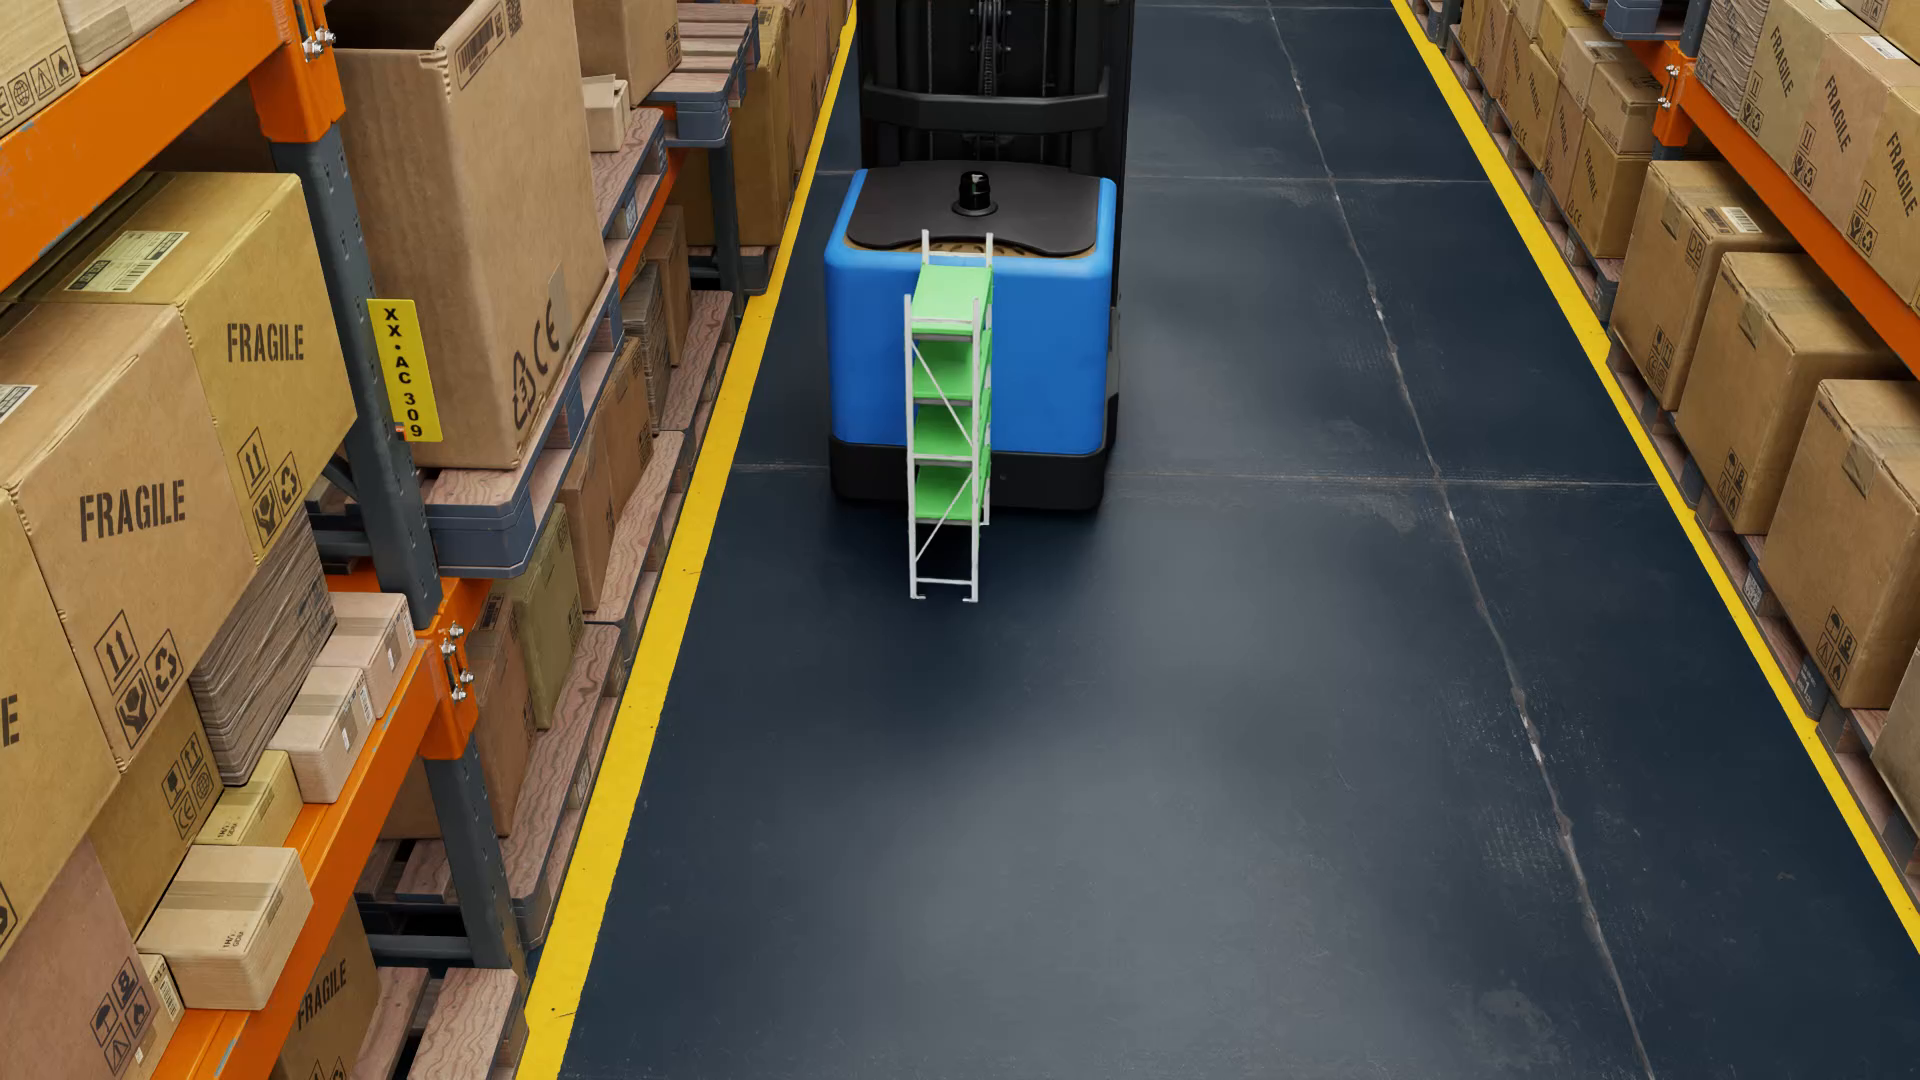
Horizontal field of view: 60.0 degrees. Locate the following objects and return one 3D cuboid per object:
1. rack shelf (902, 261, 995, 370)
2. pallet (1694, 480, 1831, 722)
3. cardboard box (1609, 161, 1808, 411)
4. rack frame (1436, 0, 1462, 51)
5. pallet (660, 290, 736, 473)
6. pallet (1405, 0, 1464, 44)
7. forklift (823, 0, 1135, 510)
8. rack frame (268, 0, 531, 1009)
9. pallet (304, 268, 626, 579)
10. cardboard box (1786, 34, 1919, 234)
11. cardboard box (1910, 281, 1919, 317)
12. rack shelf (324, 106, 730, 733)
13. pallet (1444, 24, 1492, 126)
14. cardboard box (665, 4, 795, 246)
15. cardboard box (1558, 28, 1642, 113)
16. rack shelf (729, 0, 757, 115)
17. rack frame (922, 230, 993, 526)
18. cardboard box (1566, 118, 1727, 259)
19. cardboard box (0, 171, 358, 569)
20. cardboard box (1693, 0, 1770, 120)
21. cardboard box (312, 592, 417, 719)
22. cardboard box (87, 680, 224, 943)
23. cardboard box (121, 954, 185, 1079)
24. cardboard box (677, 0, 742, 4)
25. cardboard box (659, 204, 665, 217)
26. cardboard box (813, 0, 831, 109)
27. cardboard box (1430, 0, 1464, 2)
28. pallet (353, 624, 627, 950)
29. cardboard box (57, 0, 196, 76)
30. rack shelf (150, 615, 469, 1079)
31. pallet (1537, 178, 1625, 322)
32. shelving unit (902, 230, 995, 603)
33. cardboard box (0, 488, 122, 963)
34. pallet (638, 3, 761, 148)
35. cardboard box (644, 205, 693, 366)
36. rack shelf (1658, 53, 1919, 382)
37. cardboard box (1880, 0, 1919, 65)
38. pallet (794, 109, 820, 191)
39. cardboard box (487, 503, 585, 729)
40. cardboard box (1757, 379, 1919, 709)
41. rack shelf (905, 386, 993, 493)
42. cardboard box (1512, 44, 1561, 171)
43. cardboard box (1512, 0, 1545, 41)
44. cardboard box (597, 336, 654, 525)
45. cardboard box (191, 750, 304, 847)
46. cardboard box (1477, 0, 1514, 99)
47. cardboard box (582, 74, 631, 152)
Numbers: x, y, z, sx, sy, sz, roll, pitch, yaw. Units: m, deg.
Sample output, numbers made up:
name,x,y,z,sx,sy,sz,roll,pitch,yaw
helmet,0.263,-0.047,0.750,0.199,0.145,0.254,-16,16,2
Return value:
name,x,y,z,sx,sy,sz,roll,pitch,yaw
rack shelf,-0.033,-0.757,5.559,0.258,0.148,0.480,3,35,5
pallet,3.284,0.172,5.822,1.003,0.211,1.213,1,35,2
cardboard box,3.328,-1.023,6.688,1.050,0.750,0.750,1,35,1
rack frame,3.603,-4.418,9.927,1.000,3.000,0.127,1,35,2
pallet,-1.542,-0.702,7.066,1.003,0.211,1.213,1,35,2
pallet,3.595,-3.663,11.279,1.003,0.211,1.213,1,35,2
forklift,0.163,-2.142,6.748,1.130,2.935,3.031,3,35,5
rack frame,-1.670,0.006,3.633,1.000,3.000,0.127,1,35,2
pallet,-1.494,-0.351,4.308,1.003,0.211,1.213,1,35,2
cardboard box,3.117,-1.327,5.442,0.500,0.500,0.500,1,35,2
cardboard box,3.077,-0.749,4.620,0.500,0.500,0.500,2,35,2
rack shelf,-1.589,-0.849,5.475,1.077,0.370,4.000,1,35,2
pallet,3.574,-2.829,10.092,1.003,0.211,1.213,1,35,2
cardboard box,-1.461,-1.991,7.956,1.225,0.875,0.875,0,35,0
cardboard box,3.218,-2.265,8.020,0.500,0.250,0.500,2,35,3
rack shelf,-1.429,-3.147,8.745,1.077,0.370,4.000,1,35,2
rack frame,-0.009,-0.556,5.997,0.240,1.200,0.015,3,35,5
cardboard box,3.208,-1.653,7.802,0.500,0.500,0.500,1,35,2
cardboard box,-1.413,-0.301,2.854,0.500,0.500,0.500,1,35,2
cardboard box,3.155,-1.909,6.270,0.500,0.500,0.500,2,35,2
cardboard box,-1.385,0.239,3.520,0.380,0.149,0.250,1,35,2
cardboard box,-1.805,0.387,2.745,0.875,0.500,0.500,1,35,2
cardboard box,-1.515,0.812,2.705,0.380,0.149,0.250,1,35,2
cardboard box,-1.218,-2.606,7.262,0.500,0.500,0.500,2,35,3
cardboard box,-1.506,-1.371,6.731,0.500,0.250,0.500,3,35,4
cardboard box,-1.389,-3.011,9.409,1.225,0.875,0.875,0,35,0
cardboard box,3.279,-3.656,10.958,0.380,0.149,0.250,2,35,2
pallet,-1.640,0.700,5.071,1.003,0.211,1.213,1,35,2
cardboard box,-1.427,-0.892,2.432,0.500,0.250,0.500,3,35,4
rack shelf,-1.750,1.449,2.205,1.077,0.370,4.000,1,35,2
pallet,3.476,-1.428,8.098,1.003,0.211,1.213,1,35,2
shelving unit,-0.033,-0.416,5.799,0.258,1.200,0.503,3,35,5
cardboard box,-1.453,0.274,2.037,0.500,0.500,0.500,1,35,2
pallet,-1.431,-1.802,6.372,1.213,0.211,1.003,1,35,2
cardboard box,-1.516,-1.064,6.947,0.700,0.500,0.500,0,35,-1
rack shelf,3.362,-0.676,5.229,1.077,0.370,4.000,1,35,2
cardboard box,3.377,-1.726,5.141,0.700,0.500,0.500,1,35,1
pallet,-1.350,-2.302,9.341,1.003,0.211,1.213,1,35,2
cardboard box,-1.586,0.223,5.116,0.700,0.500,0.500,1,35,2
cardboard box,3.260,0.014,5.212,1.050,0.750,0.750,1,35,2
rack shelf,-0.033,-0.364,5.835,0.258,0.148,0.480,3,35,5
cardboard box,3.238,-2.255,8.659,0.500,0.500,0.500,0,35,0
cardboard box,3.266,-2.856,8.862,0.500,0.250,0.500,3,35,4
cardboard box,-1.541,-0.419,6.029,0.700,0.500,0.500,4,35,6
cardboard box,-1.474,0.525,3.113,0.380,0.149,0.250,1,35,2
cardboard box,3.289,-2.844,9.497,0.500,0.500,0.500,3,35,4
cardboard box,-1.306,-1.445,5.449,0.396,0.266,0.258,0,35,1
